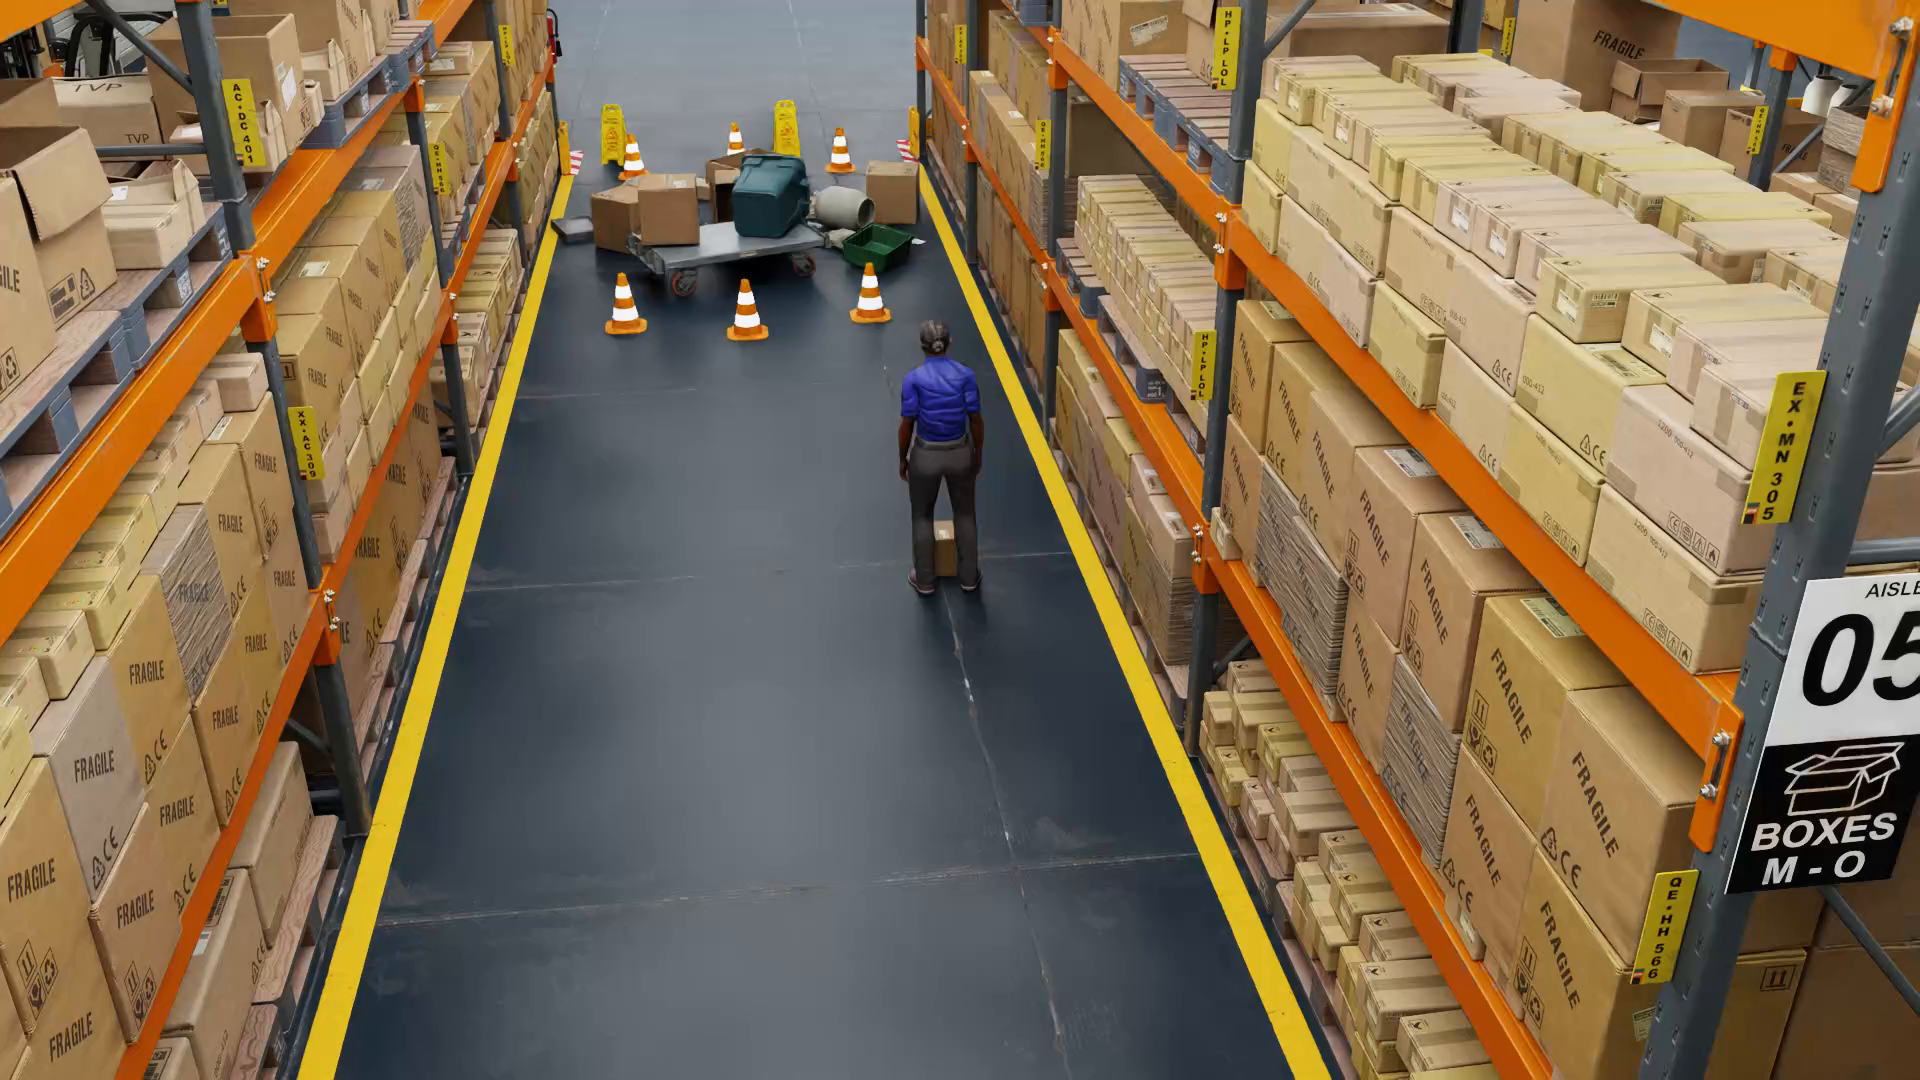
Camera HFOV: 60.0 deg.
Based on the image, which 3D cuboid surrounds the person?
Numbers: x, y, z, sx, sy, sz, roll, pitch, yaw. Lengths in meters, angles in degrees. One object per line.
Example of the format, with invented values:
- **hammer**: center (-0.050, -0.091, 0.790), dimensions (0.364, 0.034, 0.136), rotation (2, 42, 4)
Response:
- **person**: center (-0.104, -0.463, 9.520), dimensions (0.506, 1.654, 0.346), rotation (-5, 28, -9)
